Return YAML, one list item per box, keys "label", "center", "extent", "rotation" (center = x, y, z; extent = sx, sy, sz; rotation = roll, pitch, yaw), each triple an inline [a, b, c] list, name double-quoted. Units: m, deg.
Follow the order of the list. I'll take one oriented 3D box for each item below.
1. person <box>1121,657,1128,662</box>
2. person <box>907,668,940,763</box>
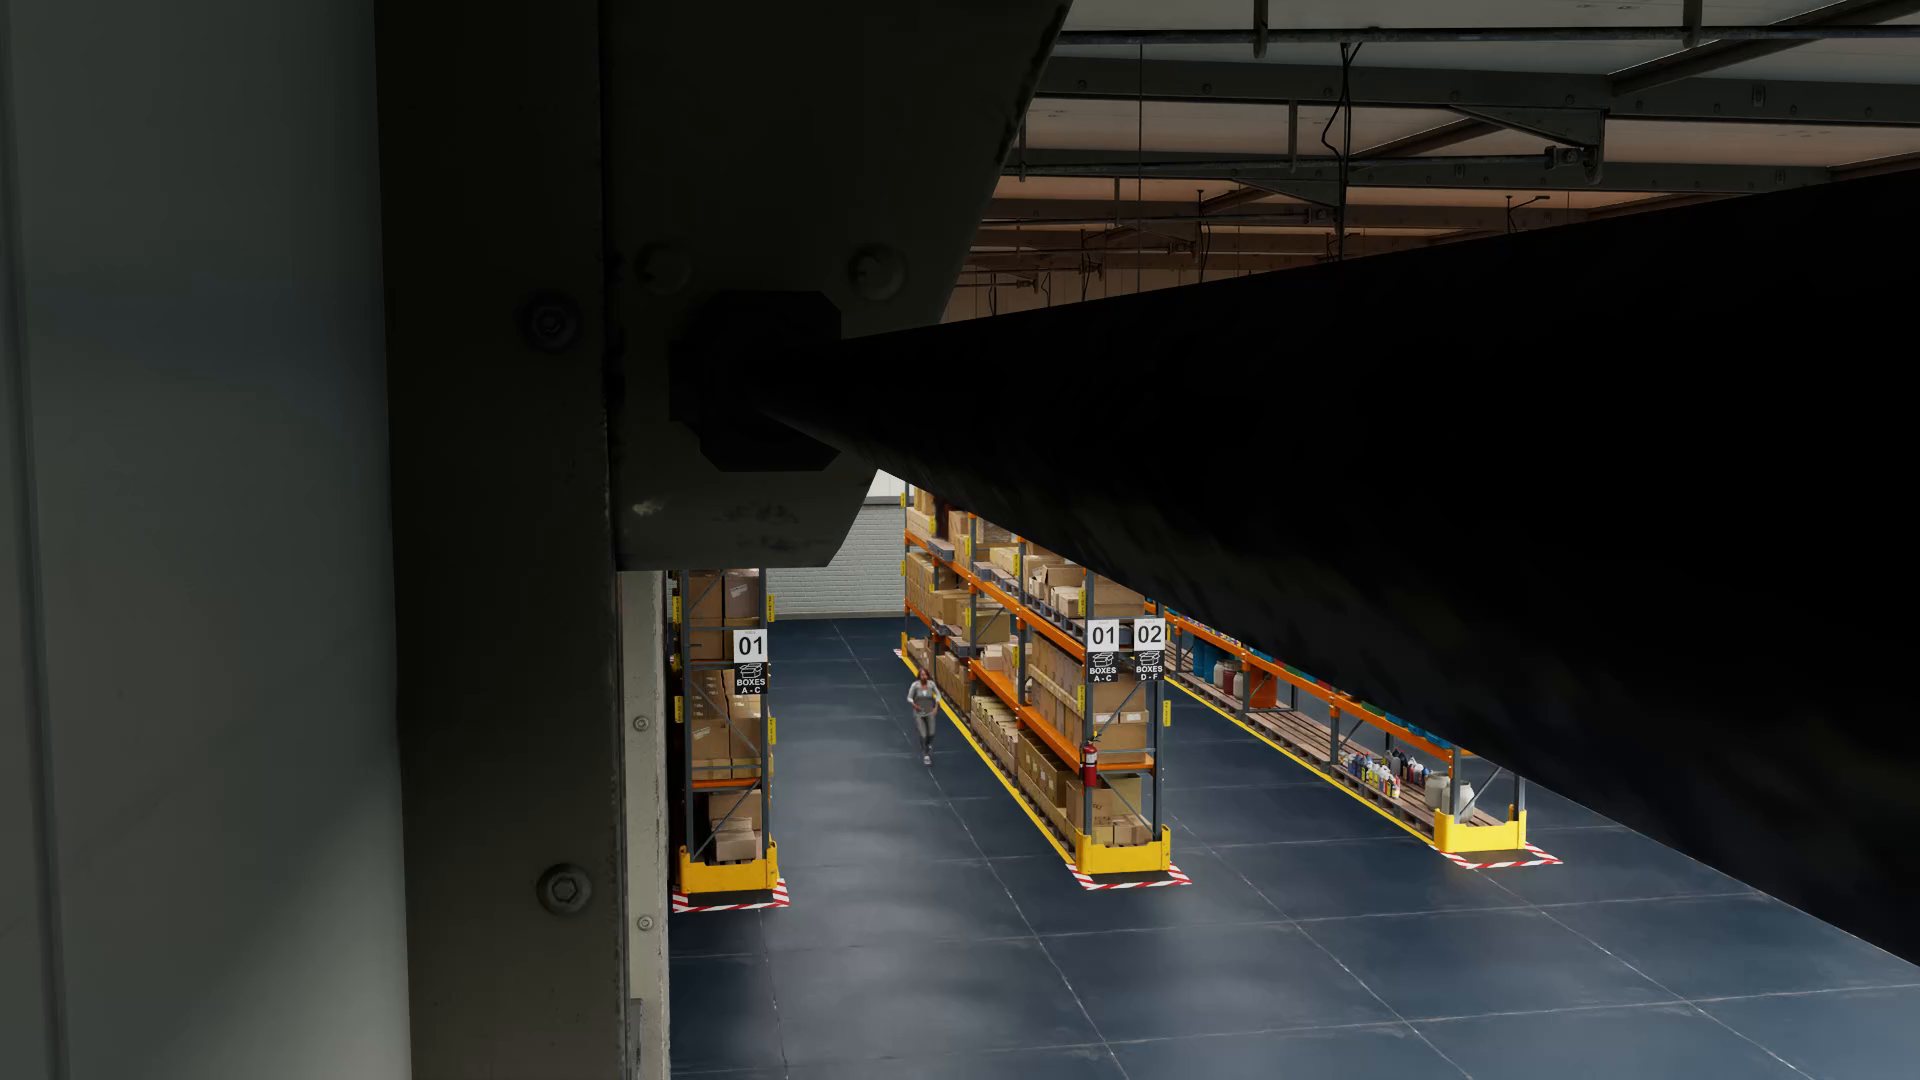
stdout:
- label: "person"
  center: [2.783, 2.403, 30.189]
  extent: [0.605, 1.629, 0.571]
  rotation: [-2, 6, -20]
- label: "person"
  center: [-0.570, 2.809, 26.583]
  extent: [0.545, 1.557, 0.512]
  rotation: [-1, 6, -7]
